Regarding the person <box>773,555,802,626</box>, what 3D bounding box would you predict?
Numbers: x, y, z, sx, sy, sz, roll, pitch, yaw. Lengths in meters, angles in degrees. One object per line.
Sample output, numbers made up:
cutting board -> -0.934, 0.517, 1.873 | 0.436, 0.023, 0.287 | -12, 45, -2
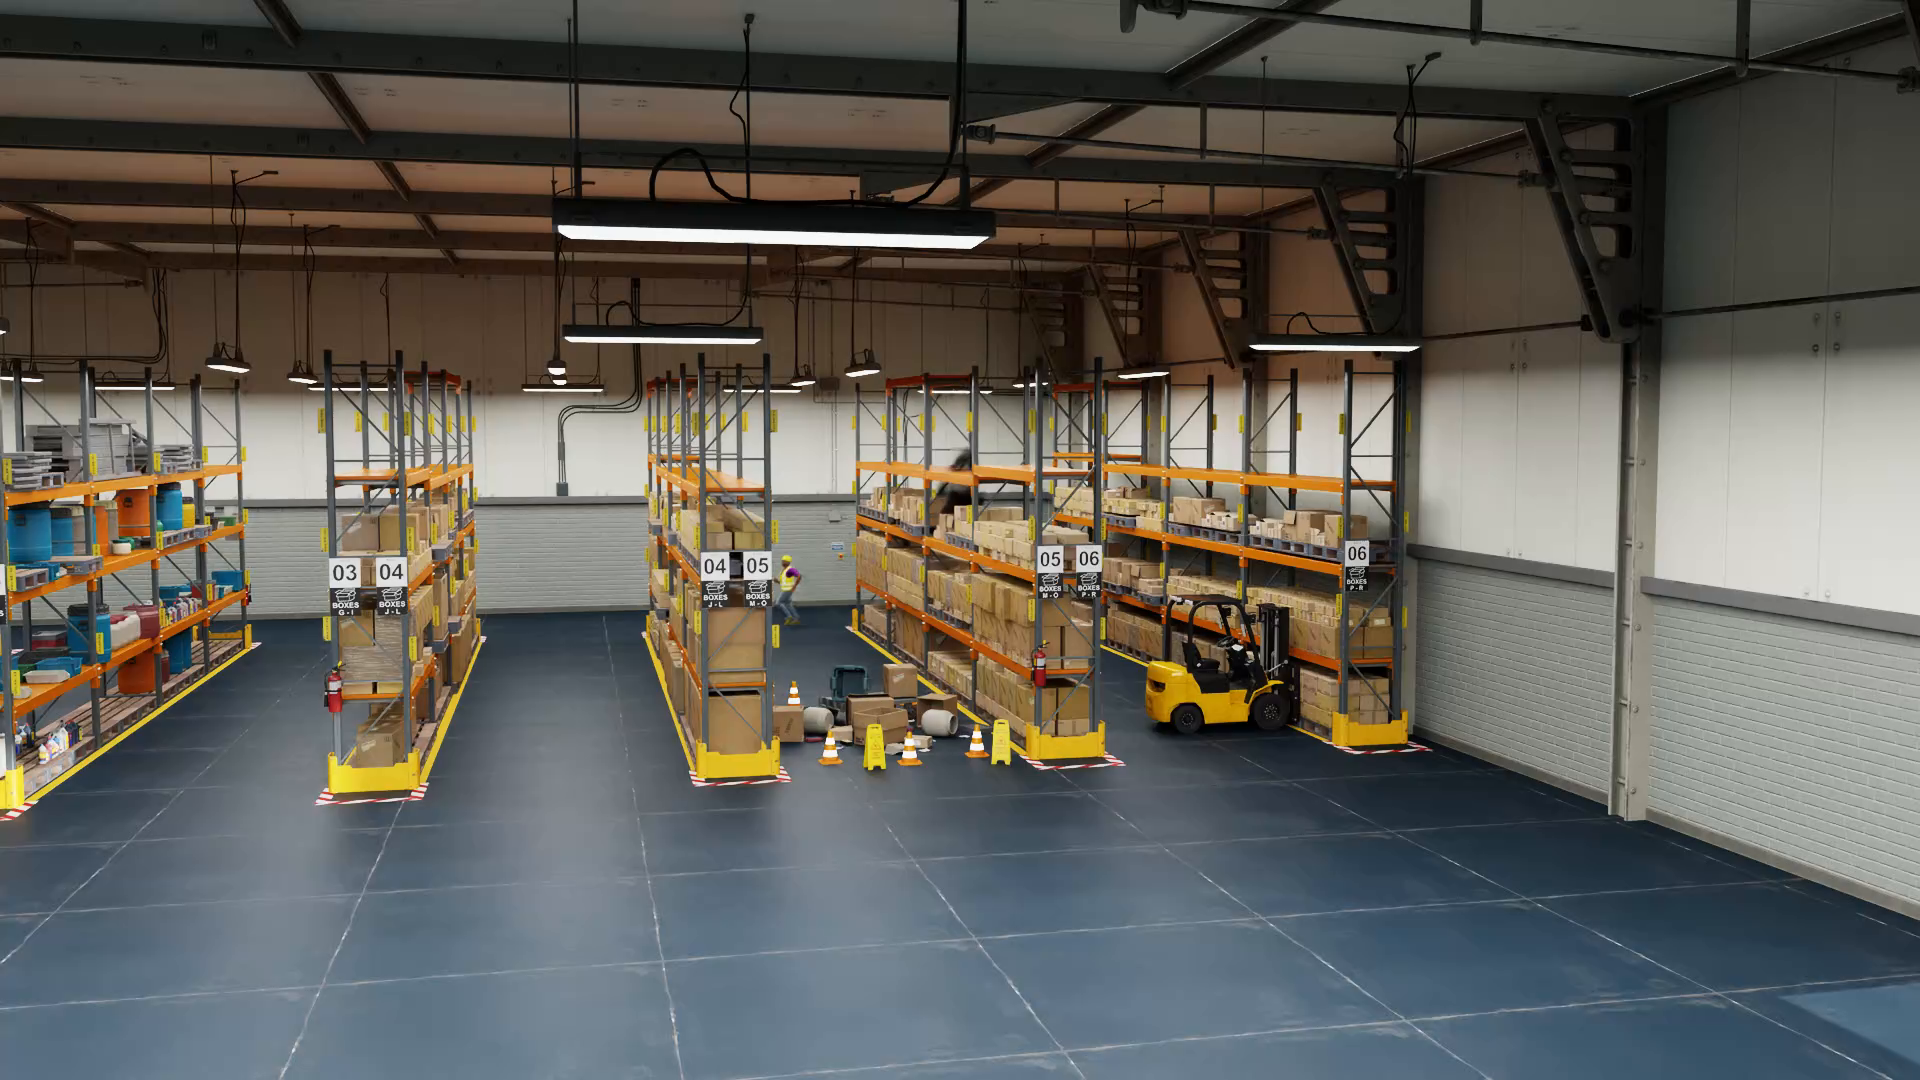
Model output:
person -> -4.296, 1.259, 41.178 | 0.701, 1.752, 0.652 | -1, 4, -16
